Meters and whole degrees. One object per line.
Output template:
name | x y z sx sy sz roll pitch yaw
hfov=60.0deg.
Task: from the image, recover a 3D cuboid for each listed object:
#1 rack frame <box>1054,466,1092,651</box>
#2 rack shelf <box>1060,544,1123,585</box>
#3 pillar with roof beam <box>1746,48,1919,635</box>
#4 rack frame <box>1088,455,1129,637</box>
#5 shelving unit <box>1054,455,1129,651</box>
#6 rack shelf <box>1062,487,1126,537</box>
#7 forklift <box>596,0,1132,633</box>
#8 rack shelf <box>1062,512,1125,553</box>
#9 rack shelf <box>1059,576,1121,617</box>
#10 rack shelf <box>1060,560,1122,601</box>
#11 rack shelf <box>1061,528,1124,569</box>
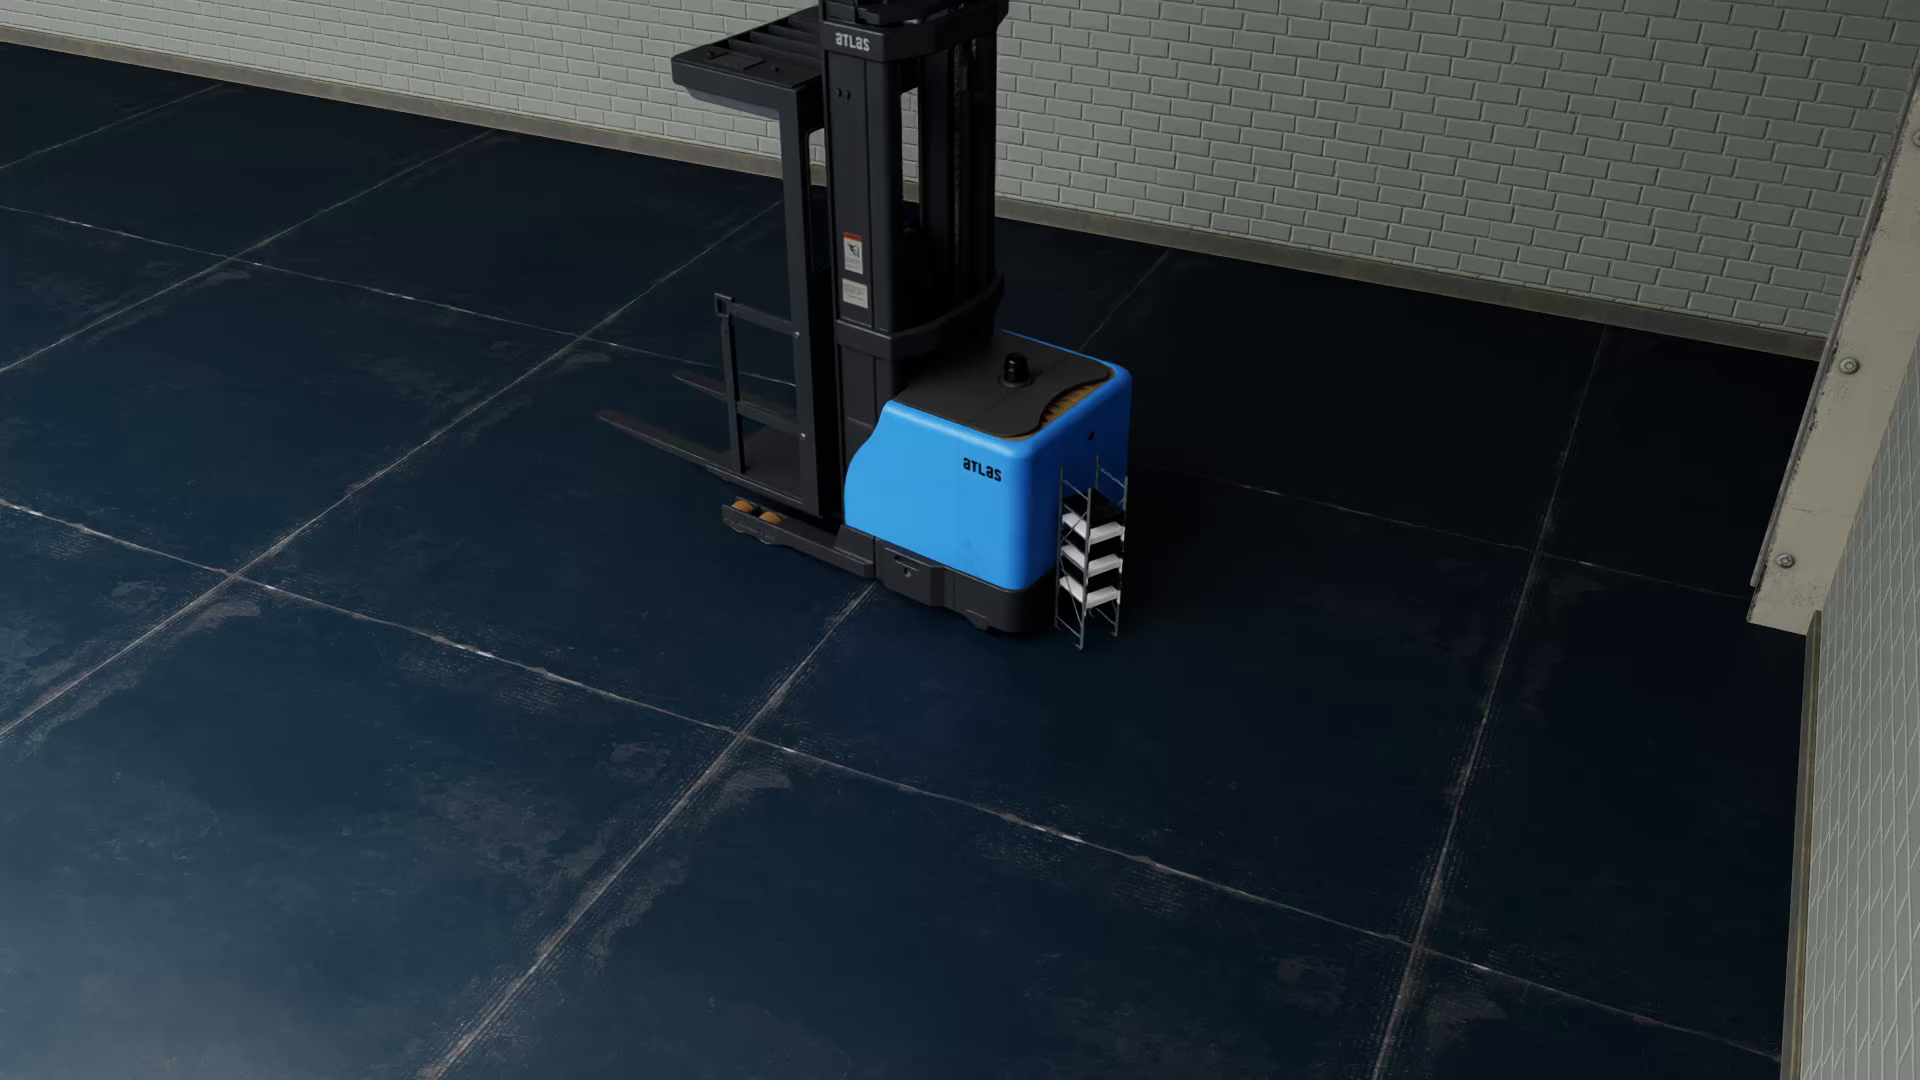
rack frame | 0.526 0.095 7.784 0.006 0.900 0.240 -18 37 -26
rack shelf | 0.612 0.094 7.847 0.200 0.077 0.258 -18 37 -26
pillar with roof beam | 0.163 -4.415 7.277 9.100 9.000 0.400 14 36 20
rack frame | 0.699 0.037 7.873 0.006 0.900 0.240 -18 37 -26
shelving unit | 0.612 0.066 7.829 0.210 0.900 0.258 -18 37 -26
rack shelf | 0.613 -0.132 7.699 0.200 0.077 0.258 -18 37 -26
forklift | -0.642 -1.416 8.237 3.031 2.935 1.130 22 39 29
rack shelf | 0.613 -0.057 7.748 0.200 0.077 0.258 -18 37 -26
rack shelf | 0.612 0.244 7.945 0.200 0.077 0.258 -18 37 -26
rack shelf | 0.612 0.169 7.896 0.200 0.077 0.258 -18 37 -26
rack shelf | 0.612 0.018 7.798 0.200 0.077 0.258 -18 37 -26
